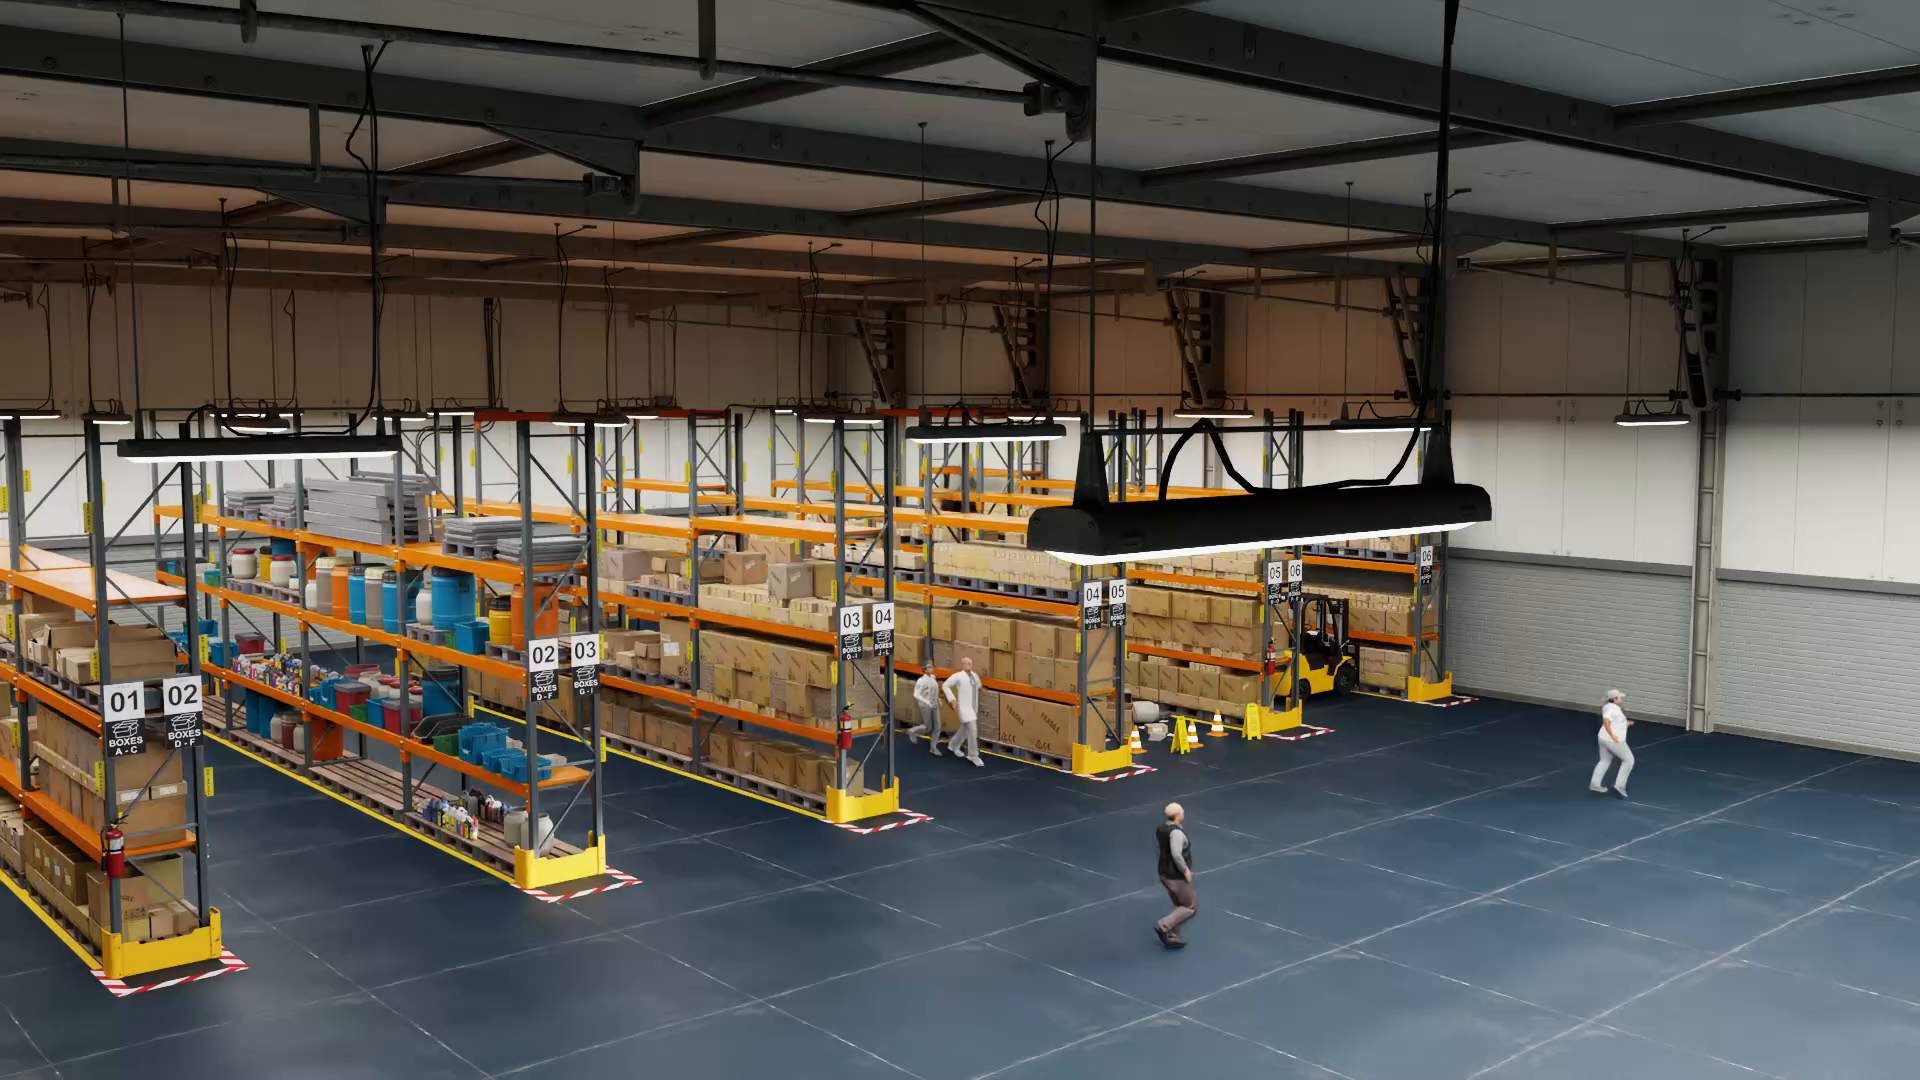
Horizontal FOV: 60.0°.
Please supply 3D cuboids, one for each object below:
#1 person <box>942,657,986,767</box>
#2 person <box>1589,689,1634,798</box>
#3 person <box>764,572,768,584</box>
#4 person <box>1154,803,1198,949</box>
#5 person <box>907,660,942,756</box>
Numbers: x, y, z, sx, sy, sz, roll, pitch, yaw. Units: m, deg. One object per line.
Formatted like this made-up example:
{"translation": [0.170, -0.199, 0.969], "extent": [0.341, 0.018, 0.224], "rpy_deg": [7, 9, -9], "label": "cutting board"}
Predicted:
{"translation": [0.108, 2.925, 28.554], "extent": [0.918, 1.833, 0.678], "rpy_deg": [4, 6, 38], "label": "person"}
{"translation": [10.292, 3.208, 26.213], "extent": [0.679, 1.713, 0.589], "rpy_deg": [0, 5, -4], "label": "person"}
{"translation": [-5.203, 1.536, 44.567], "extent": [0.913, 1.732, 0.747], "rpy_deg": [0, 5, 1], "label": "person"}
{"translation": [2.427, 3.832, 18.940], "extent": [0.536, 1.682, 0.656], "rpy_deg": [-2, 5, -18], "label": "person"}
{"translation": [-0.582, 2.936, 29.354], "extent": [0.747, 1.682, 0.617], "rpy_deg": [4, 7, 41], "label": "person"}
